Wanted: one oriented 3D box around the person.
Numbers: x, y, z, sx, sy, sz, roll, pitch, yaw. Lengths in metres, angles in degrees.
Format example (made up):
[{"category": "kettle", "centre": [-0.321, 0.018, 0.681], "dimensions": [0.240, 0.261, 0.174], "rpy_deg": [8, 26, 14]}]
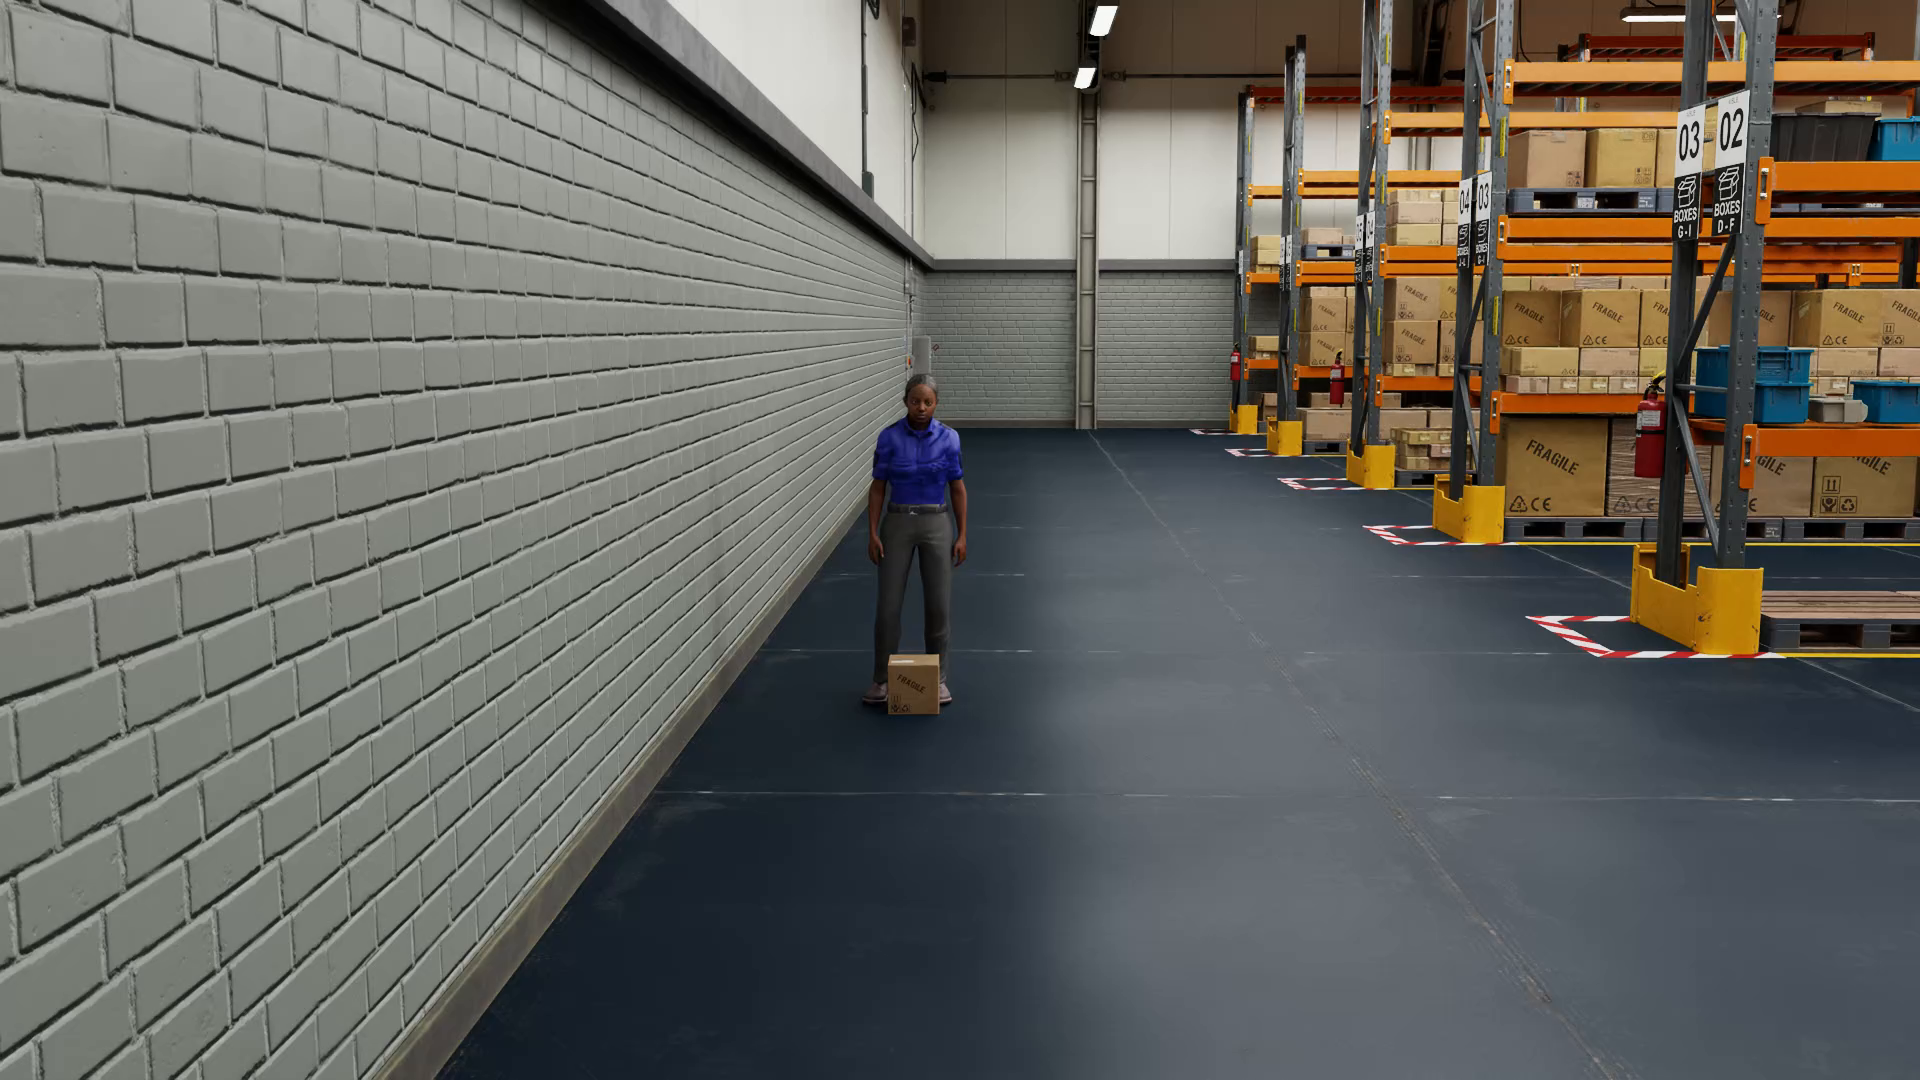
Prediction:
[{"category": "person", "centre": [-0.228, -0.011, 8.379], "dimensions": [0.532, 1.655, 0.348], "rpy_deg": [0, 7, -2]}]
